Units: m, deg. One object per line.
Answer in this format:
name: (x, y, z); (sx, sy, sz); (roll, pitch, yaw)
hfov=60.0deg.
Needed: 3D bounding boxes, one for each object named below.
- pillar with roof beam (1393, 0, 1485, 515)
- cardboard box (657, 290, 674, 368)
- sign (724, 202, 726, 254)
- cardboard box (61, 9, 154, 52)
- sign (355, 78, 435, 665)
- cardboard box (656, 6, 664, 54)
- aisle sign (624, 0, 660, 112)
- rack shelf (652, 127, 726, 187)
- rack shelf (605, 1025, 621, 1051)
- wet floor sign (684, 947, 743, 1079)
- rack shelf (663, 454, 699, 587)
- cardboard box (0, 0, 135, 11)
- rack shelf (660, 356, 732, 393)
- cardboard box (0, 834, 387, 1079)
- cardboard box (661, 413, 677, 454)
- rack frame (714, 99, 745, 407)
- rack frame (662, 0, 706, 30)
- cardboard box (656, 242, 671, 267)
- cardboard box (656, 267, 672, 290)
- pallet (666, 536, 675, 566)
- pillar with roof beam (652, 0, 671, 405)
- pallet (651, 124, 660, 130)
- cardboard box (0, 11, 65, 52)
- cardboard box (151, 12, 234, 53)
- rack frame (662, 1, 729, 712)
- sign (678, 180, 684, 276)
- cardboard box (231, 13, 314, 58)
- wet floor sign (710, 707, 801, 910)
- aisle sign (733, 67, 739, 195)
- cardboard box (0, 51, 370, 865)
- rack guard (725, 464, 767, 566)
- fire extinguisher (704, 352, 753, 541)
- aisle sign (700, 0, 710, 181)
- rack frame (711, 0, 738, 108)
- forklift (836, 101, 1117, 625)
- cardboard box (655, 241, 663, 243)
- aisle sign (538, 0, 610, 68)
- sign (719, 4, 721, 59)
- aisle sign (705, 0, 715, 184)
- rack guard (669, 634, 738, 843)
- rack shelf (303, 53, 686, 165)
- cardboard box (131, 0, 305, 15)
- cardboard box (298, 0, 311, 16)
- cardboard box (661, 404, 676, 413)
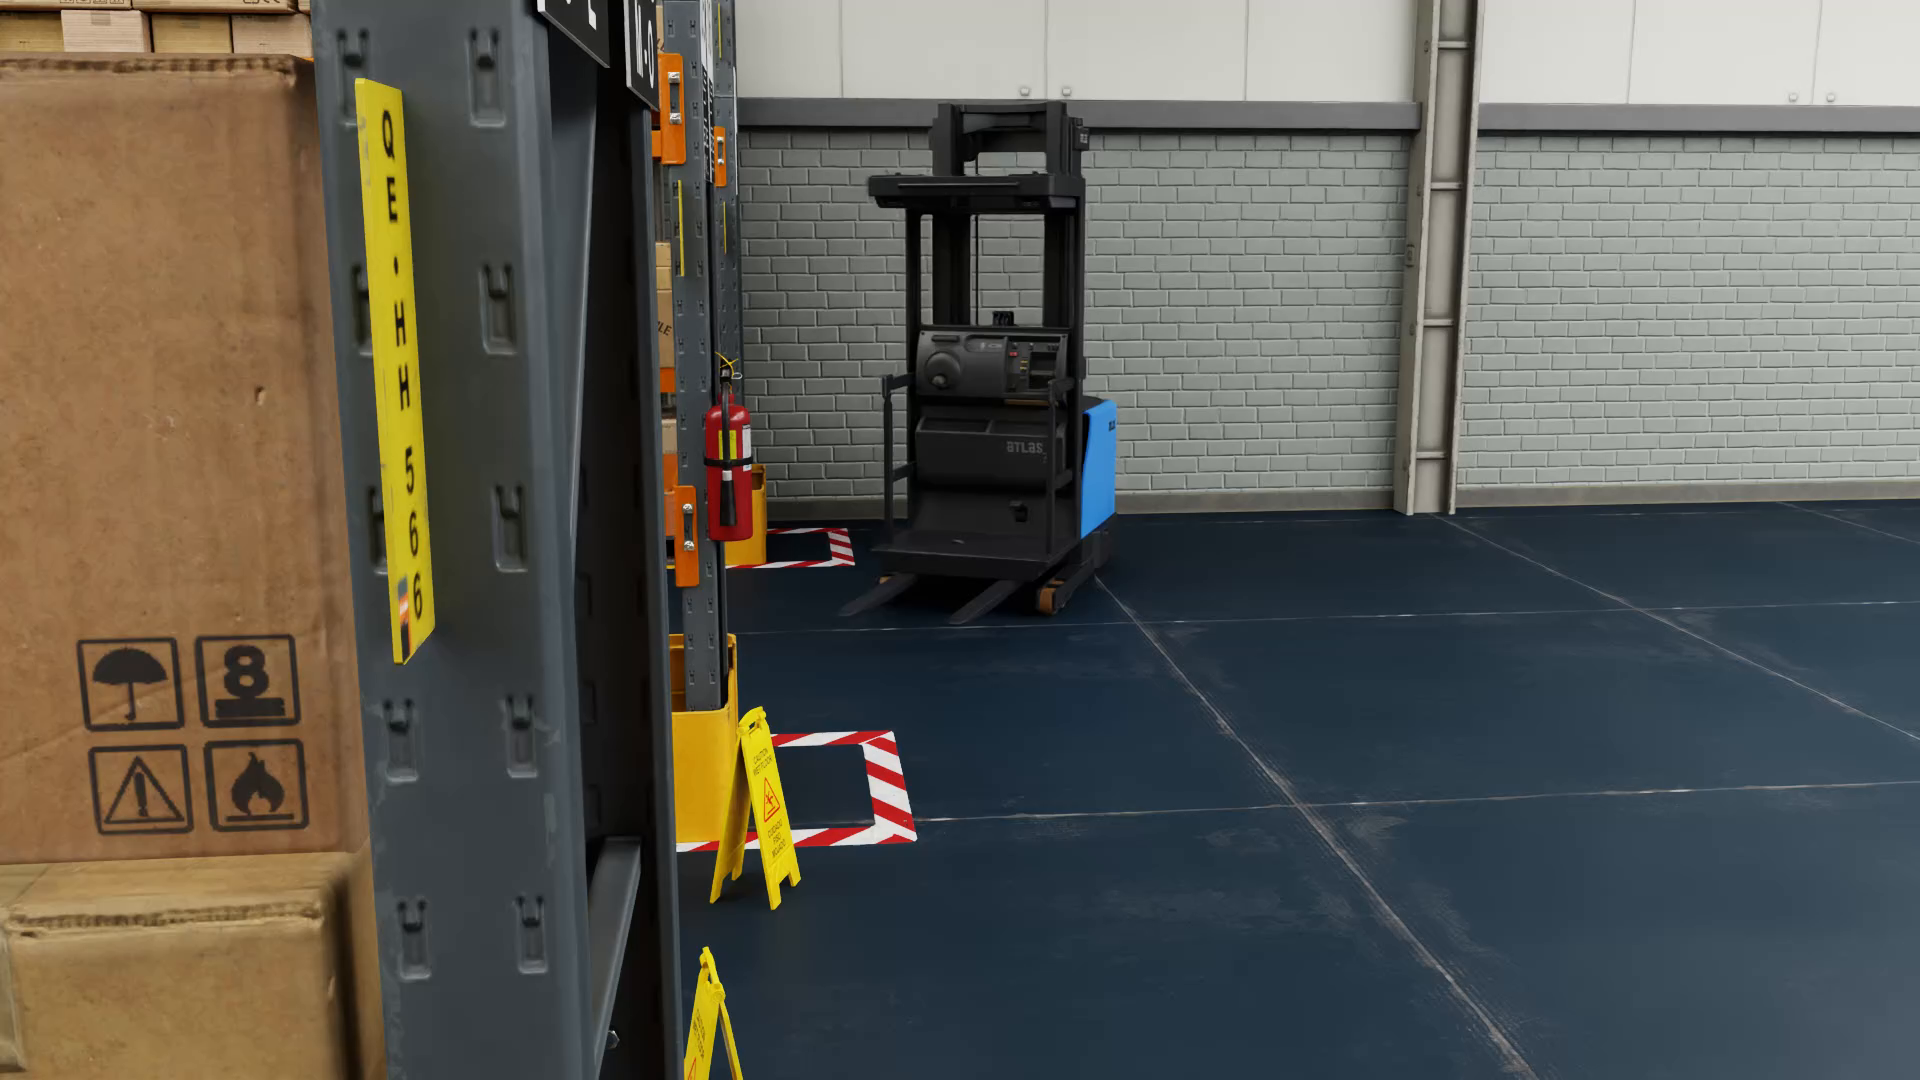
pillar with roof beam: (4.094, -3.817, 7.956); (0.400, 9.000, 9.100); (-1, 11, -6)
cardboard box: (-2.007, -1.404, 10.975); (0.500, 0.500, 0.500); (-1, 11, -7)
sign: (-1.501, -1.996, 10.628); (0.005, 0.325, 0.100); (-1, 11, -6)
cardboard box: (-2.853, -1.711, 5.670); (0.250, 0.149, 0.380); (-1, 11, -7)
sign: (-0.326, -0.097, 0.968); (0.005, 0.325, 0.100); (-1, 11, -6)
cardboard box: (-1.960, -3.136, 10.659); (0.500, 0.500, 0.500); (-1, 11, -4)
aisle sign: (-0.333, -0.851, 1.683); (0.004, 0.787, 0.394); (-1, 11, -6)
rack shelf: (-3.534, -2.493, 10.861); (4.000, 0.370, 1.077); (-1, 11, -6)
rack shelf: (-2.360, 0.878, 1.491); (4.000, 0.370, 1.077); (-1, 11, -6)
wet floor sign: (-0.556, 1.258, 3.795); (0.232, 0.644, 0.267); (-3, 12, -16)
rack shelf: (-2.995, -0.069, 6.309); (4.000, 0.370, 1.077); (-1, 11, -6)
cardboard box: (-3.003, -1.913, 5.663); (0.500, 0.250, 0.500); (-1, 11, -6)
rack shelf: (-3.534, -1.021, 11.151); (4.000, 0.370, 1.077); (-1, 11, -6)
cardboard box: (-0.735, 0.426, 1.536); (0.550, 0.550, 0.875); (-1, 11, -6)
cardboard box: (-1.970, -0.694, 11.068); (0.500, 0.250, 0.500); (-1, 11, -4)
rack frame: (-1.546, -1.416, 11.293); (0.127, 3.000, 1.000); (-1, 11, -6)
rack frame: (-1.006, -3.408, 5.873); (0.127, 3.000, 1.000); (-1, 11, -6)
cardboard box: (-1.879, -1.881, 10.949); (0.250, 0.149, 0.380); (-1, 11, -6)
cardboard box: (-1.860, -1.722, 10.911); (0.250, 0.149, 0.380); (-1, 11, -5)
pallet: (-2.302, -0.024, 11.440); (1.213, 0.211, 1.003); (-1, 11, -6)
pillar with roof beam: (-1.871, -3.692, 7.320); (0.400, 9.000, 9.100); (-1, 11, -6)
pallet: (-2.252, -2.834, 10.963); (1.213, 0.211, 1.003); (-1, 11, -6)
cardboard box: (-3.111, -1.721, 5.719); (0.250, 0.149, 0.380); (-1, 11, -6)
cardboard box: (-2.607, -1.730, 5.767); (0.250, 0.149, 0.380); (-2, 11, -8)
rack frame: (-1.006, -0.464, 6.452); (0.127, 3.000, 1.000); (-1, 11, -6)
sign: (-0.966, -1.080, 5.766); (0.005, 0.325, 0.100); (-1, 11, -6)
cardboard box: (-2.344, -1.734, 5.788); (0.250, 0.149, 0.380); (-1, 11, -7)
wet floor sign: (-0.702, 0.893, 5.655); (0.232, 0.644, 0.267); (3, 11, 14)
aisle sign: (-1.449, -2.636, 10.763); (0.004, 0.787, 0.394); (-1, 11, -6)
cardboard box: (-0.744, -0.120, 1.513); (0.550, 0.550, 0.875); (-1, 11, -6)
rack guard: (-1.522, -0.190, 11.537); (0.348, 0.500, 1.175); (-1, 11, -6)
fire extinguisher: (-0.843, -0.340, 6.022); (0.183, 0.674, 0.296); (-1, 11, -6)
aisle sign: (-0.913, -1.685, 5.924); (0.004, 0.787, 0.394); (-1, 11, -6)
rack frame: (-1.546, -4.359, 10.714); (0.127, 3.000, 1.000); (-1, 11, -6)
forklift: (0.127, -1.085, 9.790); (1.130, 2.935, 3.031); (3, 12, 17)
cardboard box: (-2.174, -1.969, 11.398); (0.250, 0.149, 0.380); (-1, 11, -4)
aisle sign: (-0.268, -0.736, 1.098); (0.004, 0.787, 0.394); (-1, 11, -6)
sign: (-1.501, -3.179, 10.395); (0.005, 0.325, 0.100); (-1, 11, -6)
aisle sign: (-0.978, -1.800, 6.510); (0.004, 0.787, 0.394); (-1, 11, -6)
rack guard: (-1.082, 0.764, 6.685); (0.348, 0.500, 1.175); (-1, 11, -6)
rack shelf: (-2.995, -1.541, 6.020); (4.000, 0.370, 1.077); (-1, 11, -6)
cardboard box: (-2.501, -1.924, 5.719); (0.500, 0.250, 0.500); (-1, 11, -4)
cardboard box: (-1.988, -1.938, 5.792); (0.500, 0.250, 0.500); (-1, 11, -7)
cardboard box: (-2.044, -0.789, 11.555); (0.500, 0.250, 0.500); (-1, 11, -7)
